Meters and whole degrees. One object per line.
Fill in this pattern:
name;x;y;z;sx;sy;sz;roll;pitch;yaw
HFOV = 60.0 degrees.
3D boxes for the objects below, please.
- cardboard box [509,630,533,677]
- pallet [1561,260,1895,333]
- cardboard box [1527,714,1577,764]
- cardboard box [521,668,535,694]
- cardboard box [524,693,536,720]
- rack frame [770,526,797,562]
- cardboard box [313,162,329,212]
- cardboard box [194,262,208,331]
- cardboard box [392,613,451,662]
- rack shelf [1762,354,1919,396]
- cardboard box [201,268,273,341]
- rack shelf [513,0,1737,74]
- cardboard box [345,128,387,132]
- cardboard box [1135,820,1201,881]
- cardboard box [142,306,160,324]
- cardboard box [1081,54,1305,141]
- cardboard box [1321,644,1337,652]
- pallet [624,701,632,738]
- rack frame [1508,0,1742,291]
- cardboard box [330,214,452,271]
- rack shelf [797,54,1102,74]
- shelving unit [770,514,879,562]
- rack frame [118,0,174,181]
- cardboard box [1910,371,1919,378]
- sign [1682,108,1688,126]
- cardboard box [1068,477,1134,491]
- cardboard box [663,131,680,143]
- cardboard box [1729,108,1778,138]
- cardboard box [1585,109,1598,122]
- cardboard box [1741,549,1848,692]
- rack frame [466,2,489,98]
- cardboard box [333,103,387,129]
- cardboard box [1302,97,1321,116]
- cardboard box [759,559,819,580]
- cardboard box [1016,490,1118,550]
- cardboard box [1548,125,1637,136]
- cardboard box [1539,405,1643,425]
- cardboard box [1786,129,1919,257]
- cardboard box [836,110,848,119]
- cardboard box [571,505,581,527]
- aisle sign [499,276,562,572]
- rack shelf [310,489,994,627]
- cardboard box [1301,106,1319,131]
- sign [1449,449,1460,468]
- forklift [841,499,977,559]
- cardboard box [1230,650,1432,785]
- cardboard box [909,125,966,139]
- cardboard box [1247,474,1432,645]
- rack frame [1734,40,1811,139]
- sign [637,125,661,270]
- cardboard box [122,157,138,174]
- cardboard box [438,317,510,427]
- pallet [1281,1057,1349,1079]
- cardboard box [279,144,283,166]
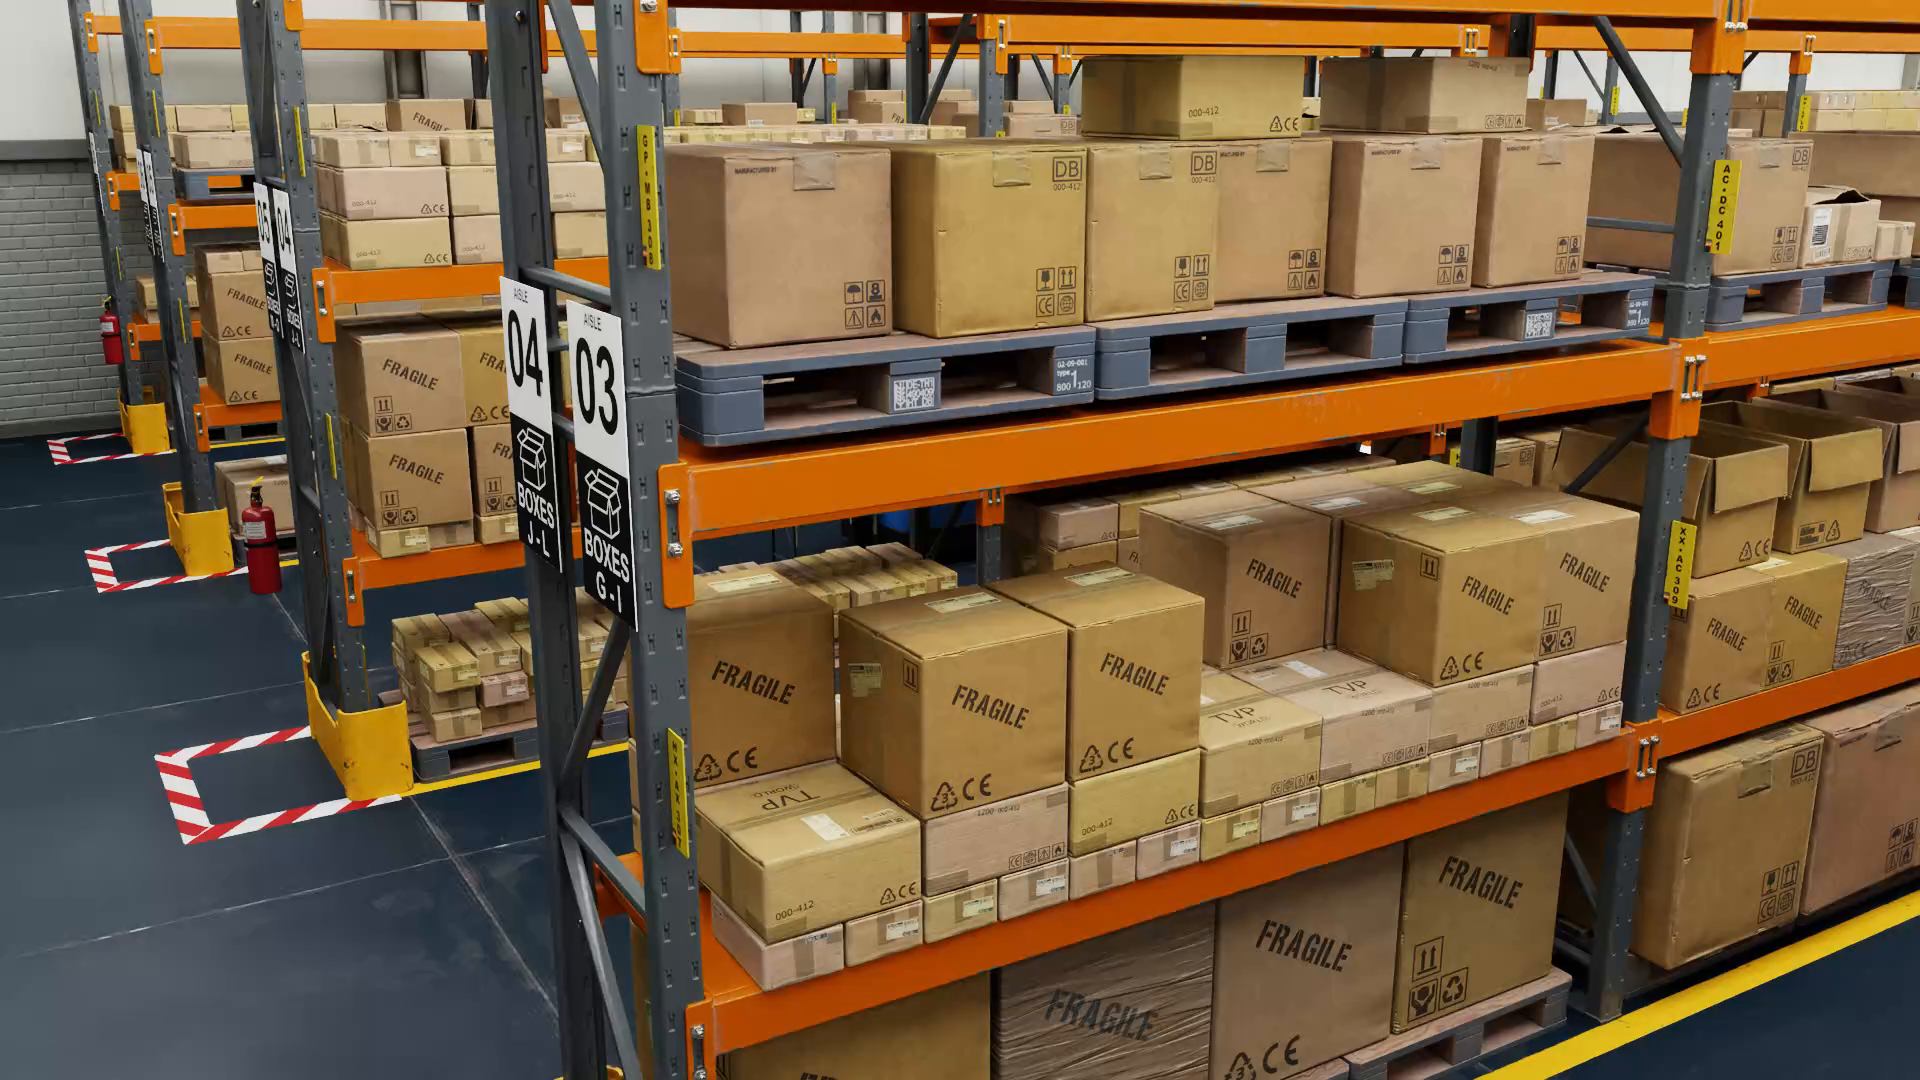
cardboard box;-2.393;0.634;9.492;0.250;0.149;0.380;-9;18;-30
pallet;3.184;-1.070;6.966;1.217;0.209;0.805;-10;19;-32
cardboard box;2.110;0.696;6.333;0.250;0.149;0.380;-9;18;-29
cardboard box;-2.464;0.750;9.629;0.250;0.149;0.380;-9;18;-29
cardboard box;-2.467;0.896;9.659;0.250;0.149;0.380;-9;18;-29
rack frame;-1.377;-0.475;12.824;0.023;1.500;0.400;-10;19;-32
cardboard box;-3.209;-1.920;8.996;0.500;0.250;0.500;-10;18;-31
cardboard box;-5.818;-1.967;13.332;0.500;0.500;0.500;-9;18;-28
cardboard box;-3.150;0.568;9.729;0.250;0.149;0.380;-9;18;-29
rack shelf;8.528;-1.784;16.049;4.000;0.370;1.077;-9;18;-30
cardboard box;-5.551;-1.846;12.900;0.500;0.500;0.500;-10;18;-31
rack shelf;0.709;-1.650;5.199;4.000;0.370;1.077;-9;18;-30
cardboard box;-6.409;-4.266;17.742;0.500;0.250;0.500;-9;18;-29
cardboard box;0.570;0.946;5.443;0.250;0.149;0.380;-9;18;-30
cardboard box;-8.245;-2.325;17.111;0.250;0.149;0.380;-9;18;-30
cardboard box;0.732;-1.405;5.269;0.500;0.250;0.500;-10;18;-31
cardboard box;1.457;0.423;6.570;0.500;0.250;0.500;-9;18;-30
pallet;-1.649;0.875;10.398;1.213;0.211;1.003;-9;18;-30
rack frame;2.424;-2.467;6.039;0.127;3.000;1.000;-9;18;-30
cardboard box;-2.956;-1.560;8.637;0.500;0.250;0.500;-8;18;-28
rack shelf;-0.096;-6.203;21.440;4.000;0.370;1.077;-9;18;-30
shelving unit;-1.071;-0.529;13.017;0.755;1.500;0.431;-10;19;-32
rack frame;-6.109;-4.204;12.235;0.127;3.000;1.000;-9;18;-30
cardboard box;5.217;-0.568;8.335;0.637;0.503;0.797;-9;18;-28
sign;6.526;-3.712;14.932;0.005;0.325;0.100;-9;18;-30
cardboard box;0.912;-0.330;11.995;0.500;0.250;0.500;-8;18;-27
cardboard box;-1.731;-2.190;9.222;0.250;0.149;0.380;-9;18;-28
cardboard box;7.103;-3.746;14.921;0.500;0.250;0.500;-9;18;-30
cardboard box;7.468;-5.132;20.089;0.250;0.149;0.380;-9;18;-29
cardboard box;3.377;0.297;7.108;0.500;0.500;0.500;-9;18;-30
rack frame;-5.240;-5.908;18.314;0.127;3.000;1.000;-9;18;-30
cardboard box;-6.418;-4.508;17.679;0.500;0.250;0.500;-9;18;-29
cardboard box;3.746;-4.688;18.094;0.500;0.250;0.500;-9;18;-28
cardboard box;-1.116;0.256;10.839;0.250;0.149;0.380;-10;18;-31
cardboard box;0.725;-0.142;11.321;0.500;0.250;0.500;-10;19;-32
cardboard box;4.988;-3.139;13.194;0.500;0.311;0.500;-10;18;-31
cardboard box;5.499;-0.731;14.350;0.750;0.750;1.050;-9;18;-30
cardboard box;4.112;-1.542;7.327;0.637;0.503;0.797;-9;18;-30
cardboard box;-1.322;-5.358;21.223;0.500;0.250;0.500;-9;18;-30
cardboard box;-2.175;-0.202;9.539;0.250;0.149;0.380;-9;18;-30
aisle sign;-1.221;-0.334;4.727;0.004;0.787;0.394;-9;18;-30
rack shelf;-1.759;-0.116;10.098;4.000;0.370;1.077;-9;18;-30
cardboard box;2.454;-3.093;12.226;0.258;0.266;0.396;-9;18;-30
sign;2.136;-0.222;7.147;0.005;0.325;0.100;-9;18;-30
forklift;0.526;-1.505;13.847;3.031;2.935;1.130;-10;19;-32
cardboard box;1.301;0.616;5.882;0.500;0.250;0.500;-9;18;-29
cardboard box;-0.171;-2.438;10.106;0.250;0.149;0.380;-10;19;-32
cardboard box;1.455;0.063;6.464;0.500;0.500;0.500;-9;18;-30
rack frame;6.813;-4.741;14.151;0.127;3.000;1.000;-9;18;-30
sign;-0.724;-0.797;3.871;0.005;0.325;0.100;-9;18;-30
cardboard box;-8.275;-3.777;16.735;0.250;0.149;0.380;-9;18;-29
cardboard box;-2.522;-0.930;9.080;0.500;0.500;0.500;-9;18;-28
pallet;0.685;2.022;6.304;1.213;0.211;1.003;-9;18;-30
cardboard box;-5.451;-3.049;13.175;0.250;0.149;0.380;-11;19;-34
